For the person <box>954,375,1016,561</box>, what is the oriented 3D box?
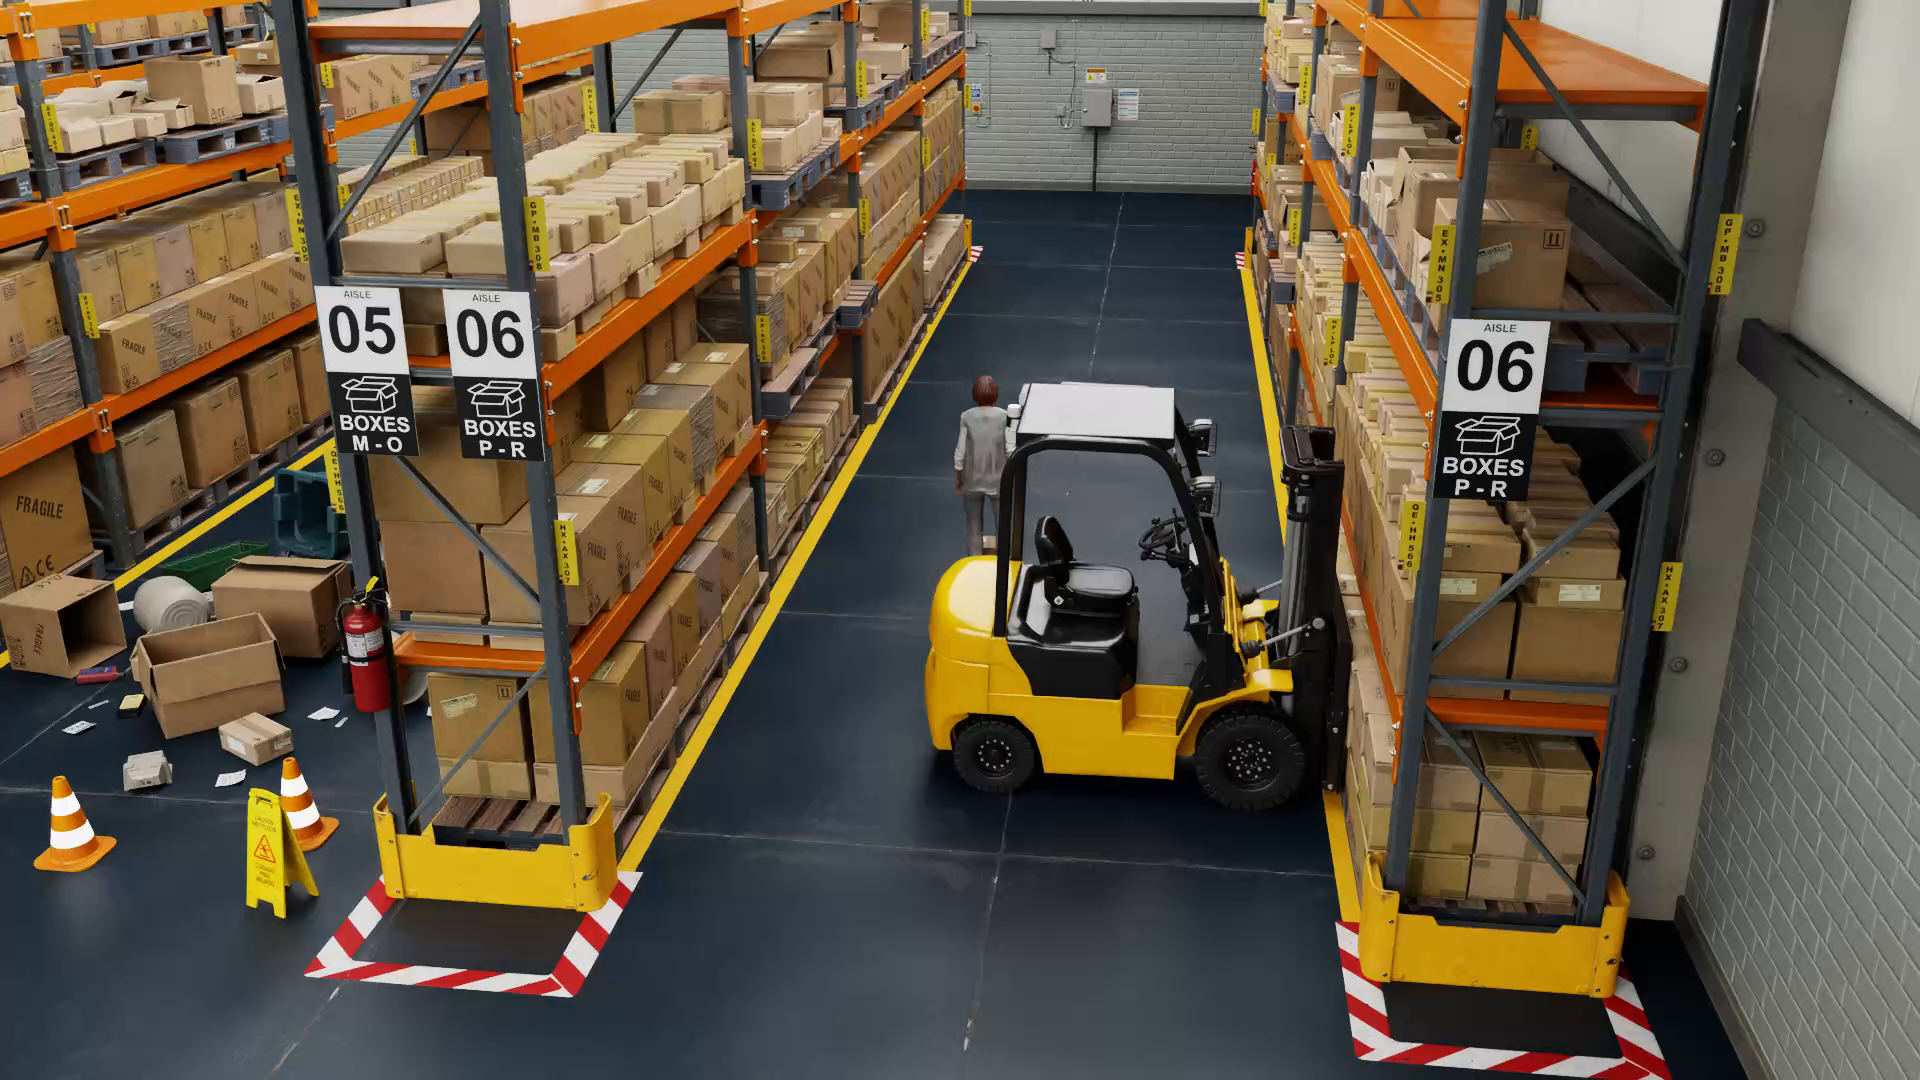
[{"bbox_3d":[0.199,-0.414,12.151,0.477,1.593,0.367,2,22,5],"label":"person"}]
